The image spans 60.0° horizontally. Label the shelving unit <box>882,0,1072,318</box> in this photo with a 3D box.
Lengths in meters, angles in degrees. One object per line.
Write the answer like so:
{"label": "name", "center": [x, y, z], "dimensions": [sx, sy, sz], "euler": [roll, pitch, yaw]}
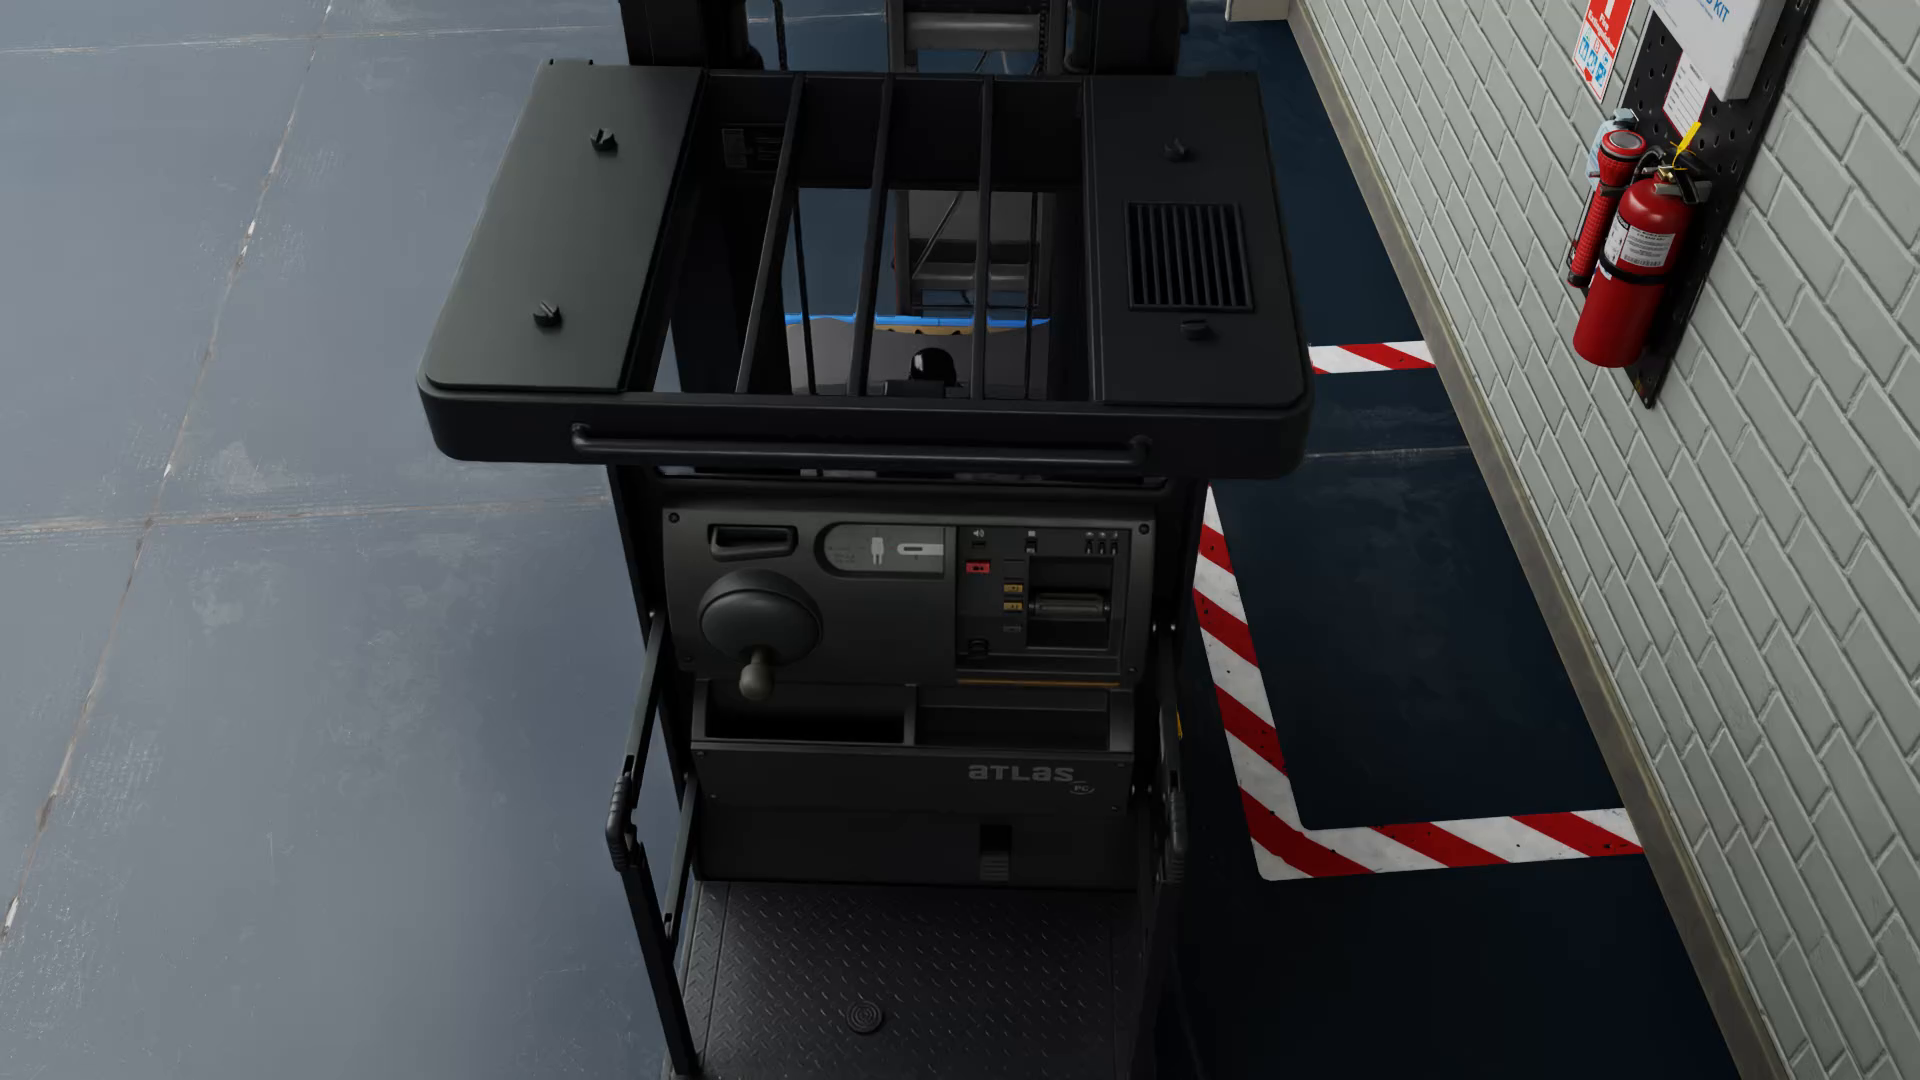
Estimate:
{"label": "shelving unit", "center": [0.046, -0.791, 4.553], "dimensions": [0.431, 2.100, 0.503], "euler": [1, 47, 1]}

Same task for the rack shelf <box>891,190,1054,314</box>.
{"label": "rack shelf", "center": [0.046, -0.782, 4.563], "dimensions": [0.431, 0.518, 0.480], "euler": [1, 47, 1]}

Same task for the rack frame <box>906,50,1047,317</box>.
{"label": "rack frame", "center": [0.054, -0.968, 4.721], "dimensions": [0.400, 2.100, 0.015], "euler": [1, 47, 1]}

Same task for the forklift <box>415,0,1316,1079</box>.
{"label": "forklift", "center": [-0.103, 0.213, 3.030], "dimensions": [1.130, 2.935, 3.031], "euler": [1, 47, 1]}

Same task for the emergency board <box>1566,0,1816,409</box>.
{"label": "emergency board", "center": [1.667, -0.956, 4.089], "dimensions": [0.194, 1.169, 0.643], "euler": [-3, 47, -3]}

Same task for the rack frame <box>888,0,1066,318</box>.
{"label": "rack frame", "center": [0.038, -0.614, 4.385], "dimensions": [0.400, 2.100, 0.015], "euler": [1, 47, 1]}

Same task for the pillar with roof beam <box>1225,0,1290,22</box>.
{"label": "pillar with roof beam", "center": [-2.956, -5.308, 4.079], "dimensions": [9.100, 9.000, 0.400], "euler": [-3, 47, -3]}

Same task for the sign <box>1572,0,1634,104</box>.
{"label": "sign", "center": [1.724, -1.374, 4.461], "dimensions": [0.001, 0.329, 0.234], "euler": [-3, 47, -3]}

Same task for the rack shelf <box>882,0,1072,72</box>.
{"label": "rack shelf", "center": [0.046, -1.263, 4.055], "dimensions": [0.431, 0.518, 0.480], "euler": [1, 47, 1]}

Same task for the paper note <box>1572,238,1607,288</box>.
{"label": "paper note", "center": [1.721, -0.785, 4.534], "dimensions": [0.016, 0.148, 0.142], "euler": [-3, 47, -3]}
